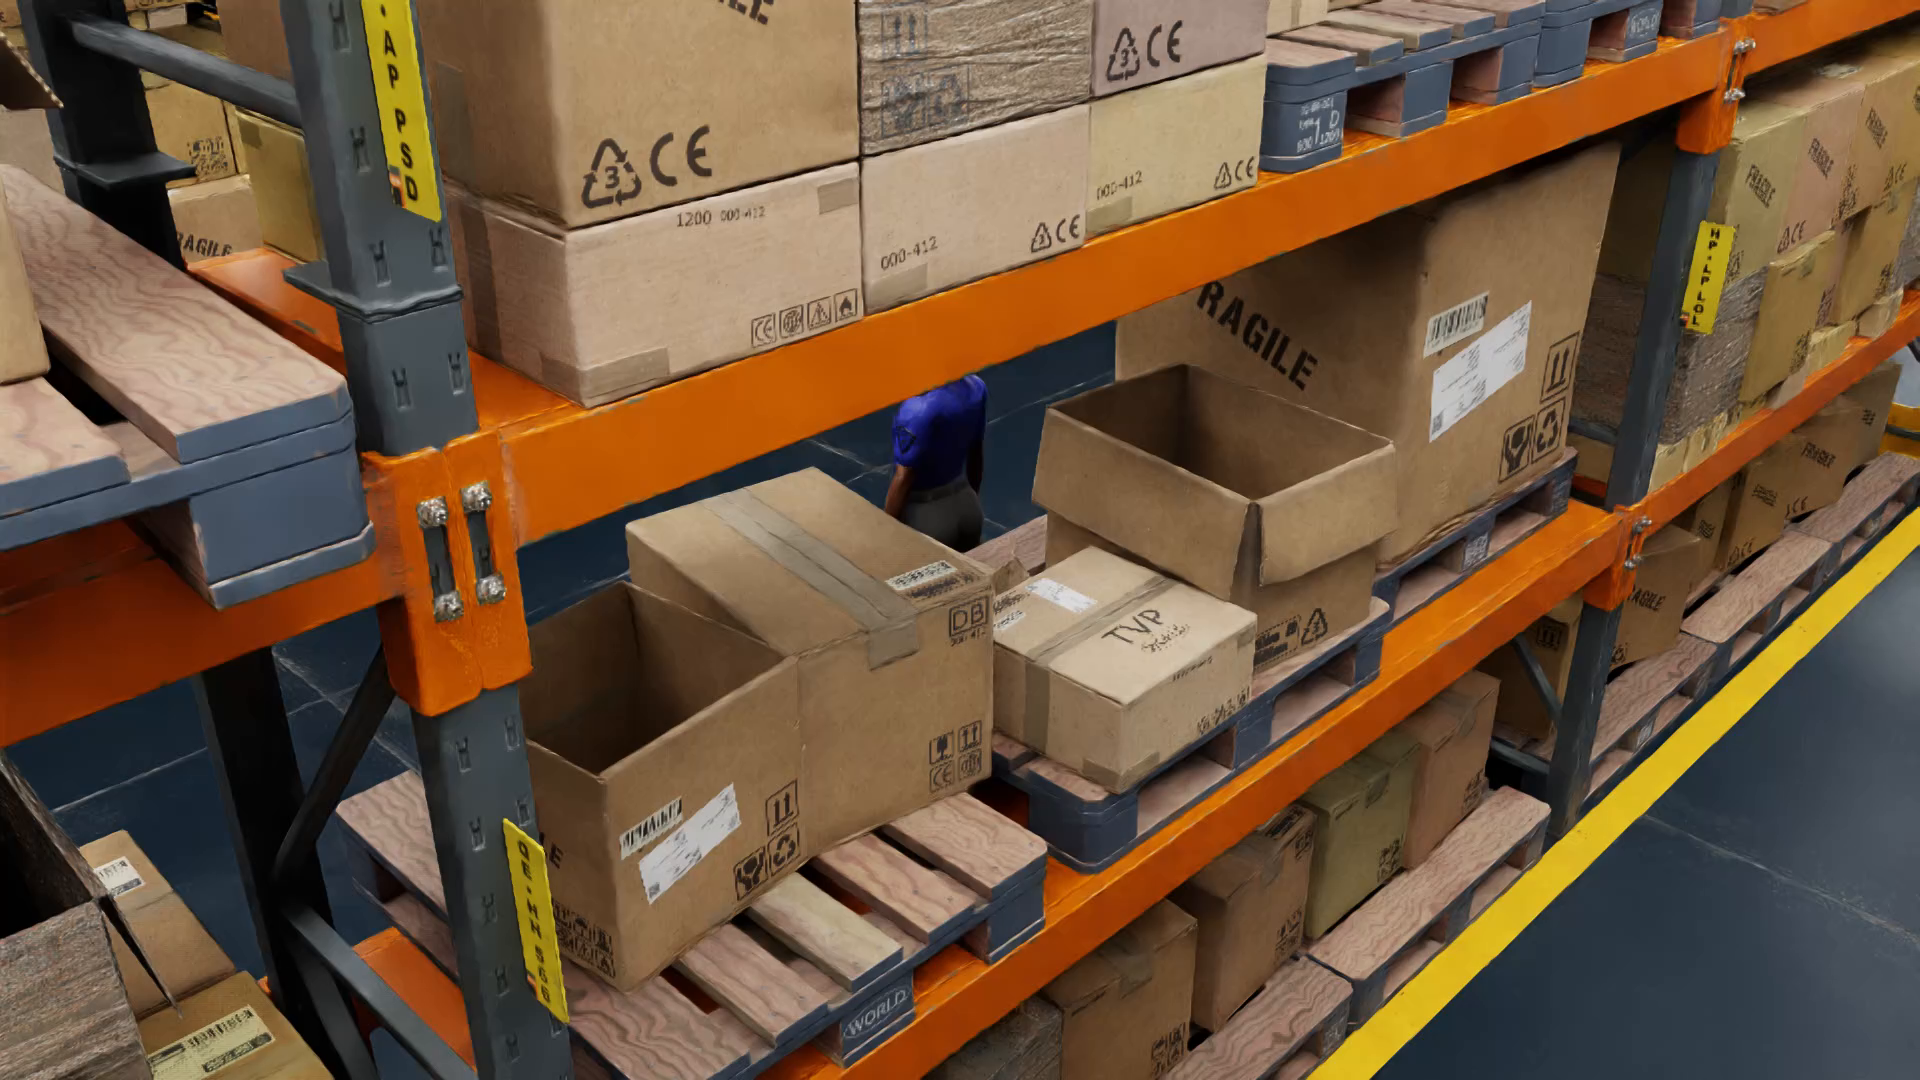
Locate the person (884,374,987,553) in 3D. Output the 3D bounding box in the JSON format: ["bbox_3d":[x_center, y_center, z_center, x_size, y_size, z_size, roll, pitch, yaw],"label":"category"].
[{"bbox_3d":[-0.100,-0.060,6.203,0.427,1.664,0.601,20,34,33],"label":"person"}]
